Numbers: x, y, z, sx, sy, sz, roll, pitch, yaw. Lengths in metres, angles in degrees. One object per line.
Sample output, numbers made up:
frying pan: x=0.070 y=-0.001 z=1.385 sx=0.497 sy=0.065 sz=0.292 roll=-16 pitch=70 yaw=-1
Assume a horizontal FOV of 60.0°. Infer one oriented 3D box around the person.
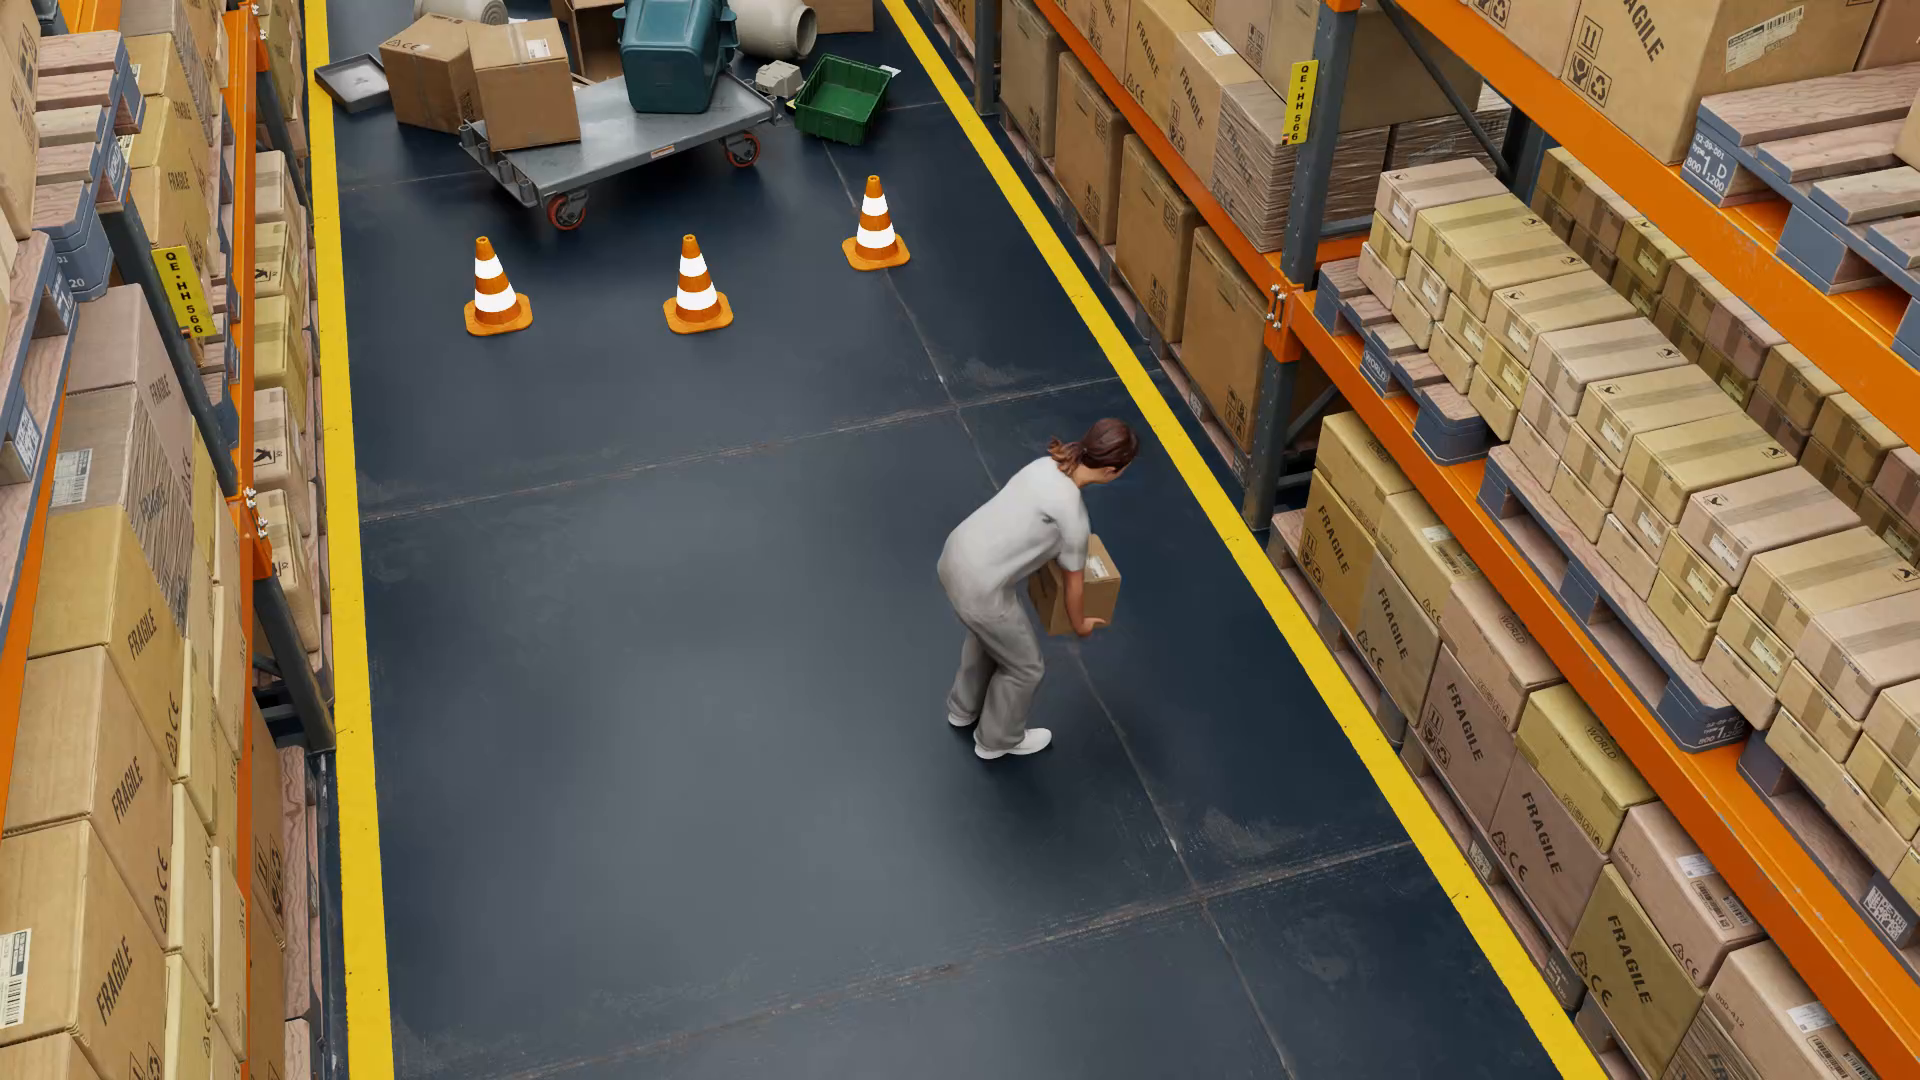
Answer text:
person: x=0.282 y=0.188 z=6.127 sx=0.728 sy=1.449 sz=0.400 roll=-13 pitch=44 yaw=-14
